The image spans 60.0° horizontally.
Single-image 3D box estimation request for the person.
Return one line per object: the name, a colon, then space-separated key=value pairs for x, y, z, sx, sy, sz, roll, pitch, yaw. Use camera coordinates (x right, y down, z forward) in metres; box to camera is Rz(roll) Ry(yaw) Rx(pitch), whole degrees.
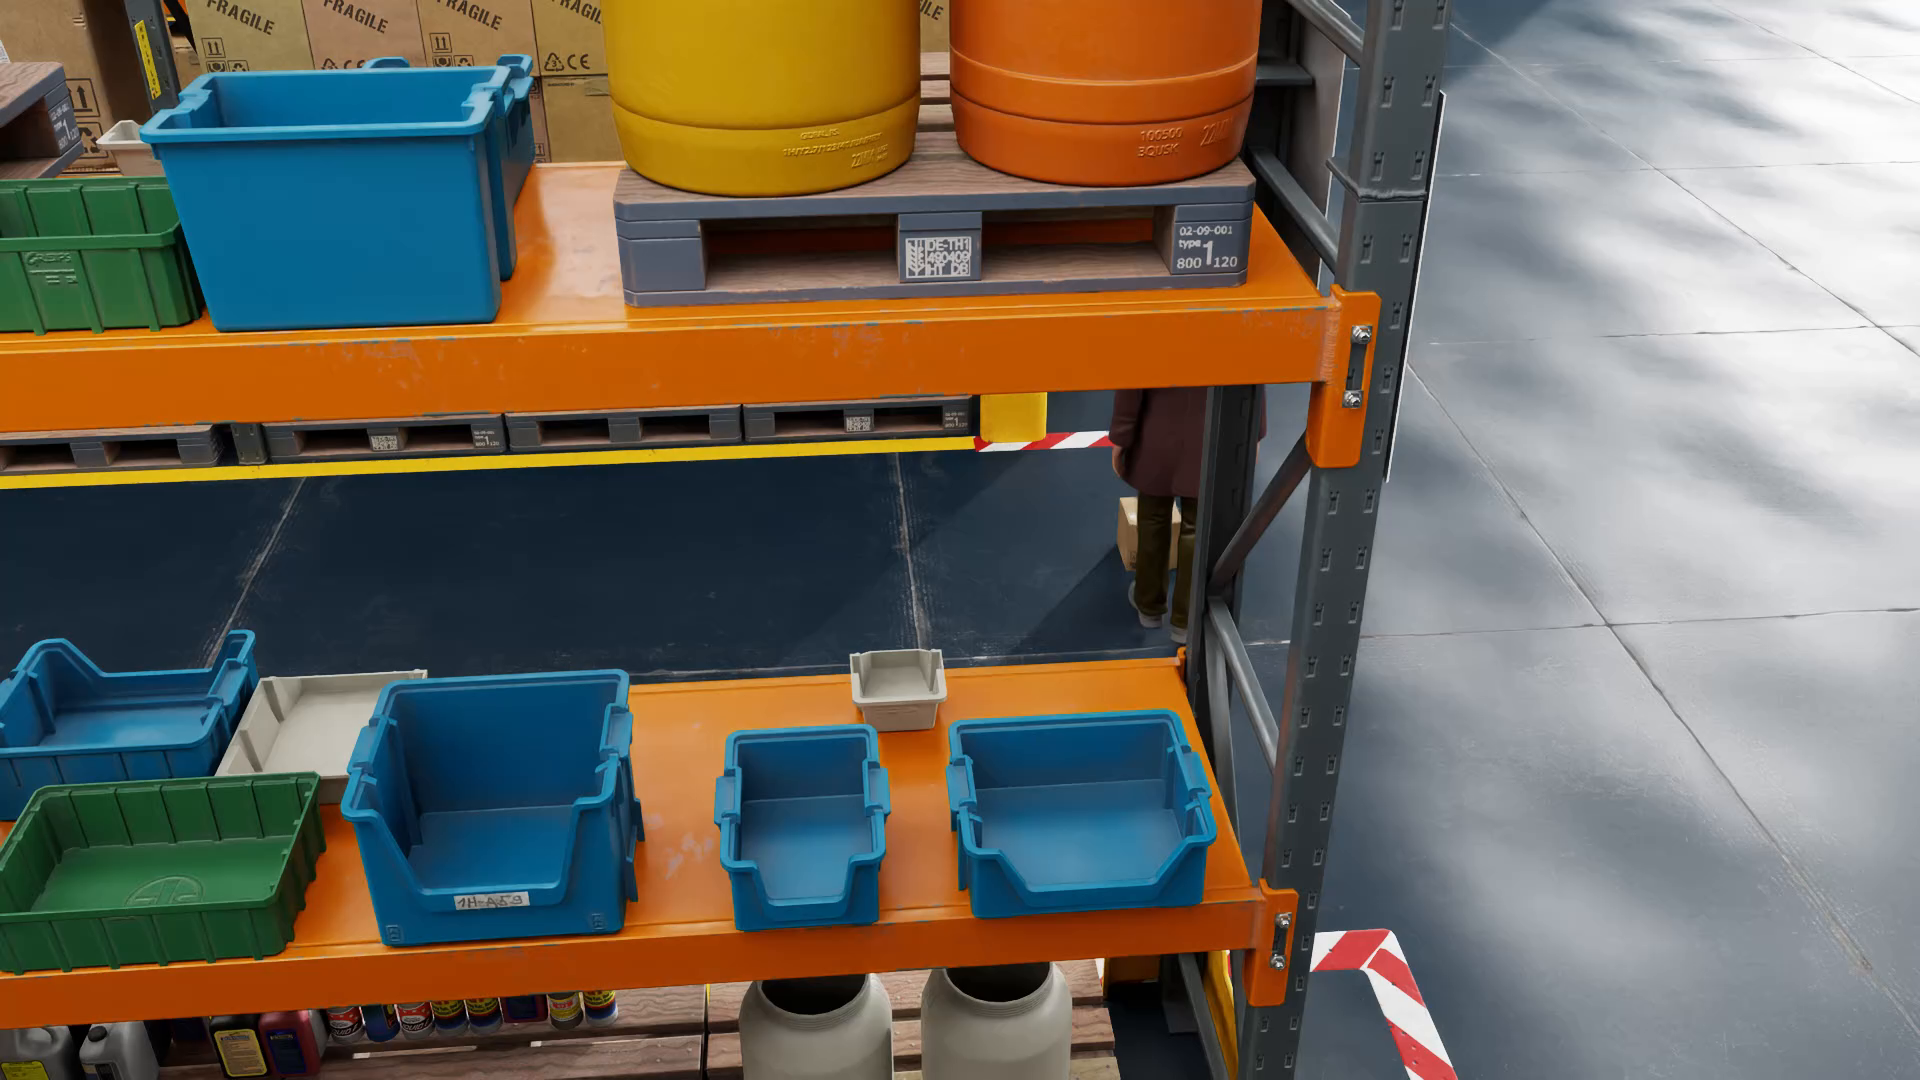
person: x=0.932 y=-0.423 z=6.838 sx=0.643 sy=1.782 sz=0.495 roll=3 pitch=31 yaw=5
